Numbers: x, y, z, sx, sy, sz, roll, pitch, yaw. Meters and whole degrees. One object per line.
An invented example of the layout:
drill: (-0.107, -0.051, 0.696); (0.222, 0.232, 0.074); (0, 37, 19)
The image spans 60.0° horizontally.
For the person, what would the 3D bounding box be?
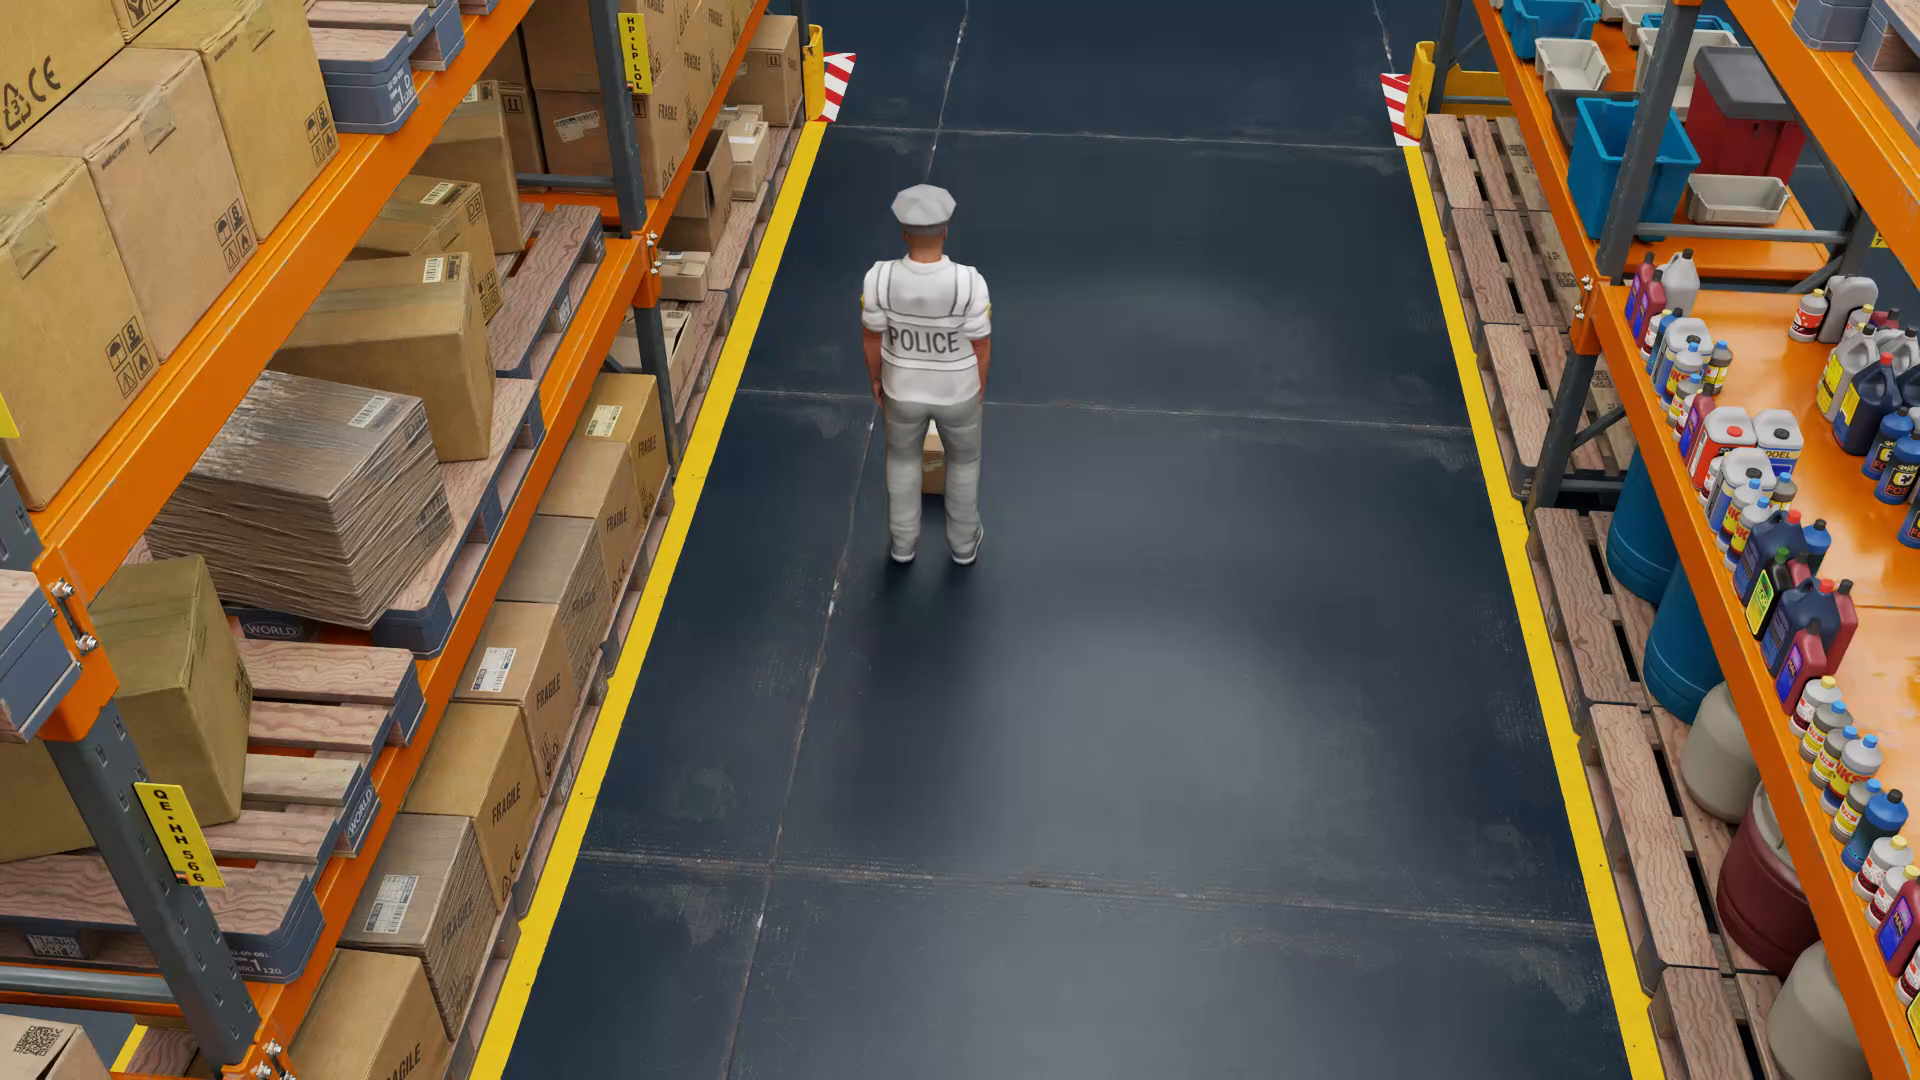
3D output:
person: (-0.132, -0.649, 6.948); (0.529, 1.757, 0.393); (4, 40, 5)
